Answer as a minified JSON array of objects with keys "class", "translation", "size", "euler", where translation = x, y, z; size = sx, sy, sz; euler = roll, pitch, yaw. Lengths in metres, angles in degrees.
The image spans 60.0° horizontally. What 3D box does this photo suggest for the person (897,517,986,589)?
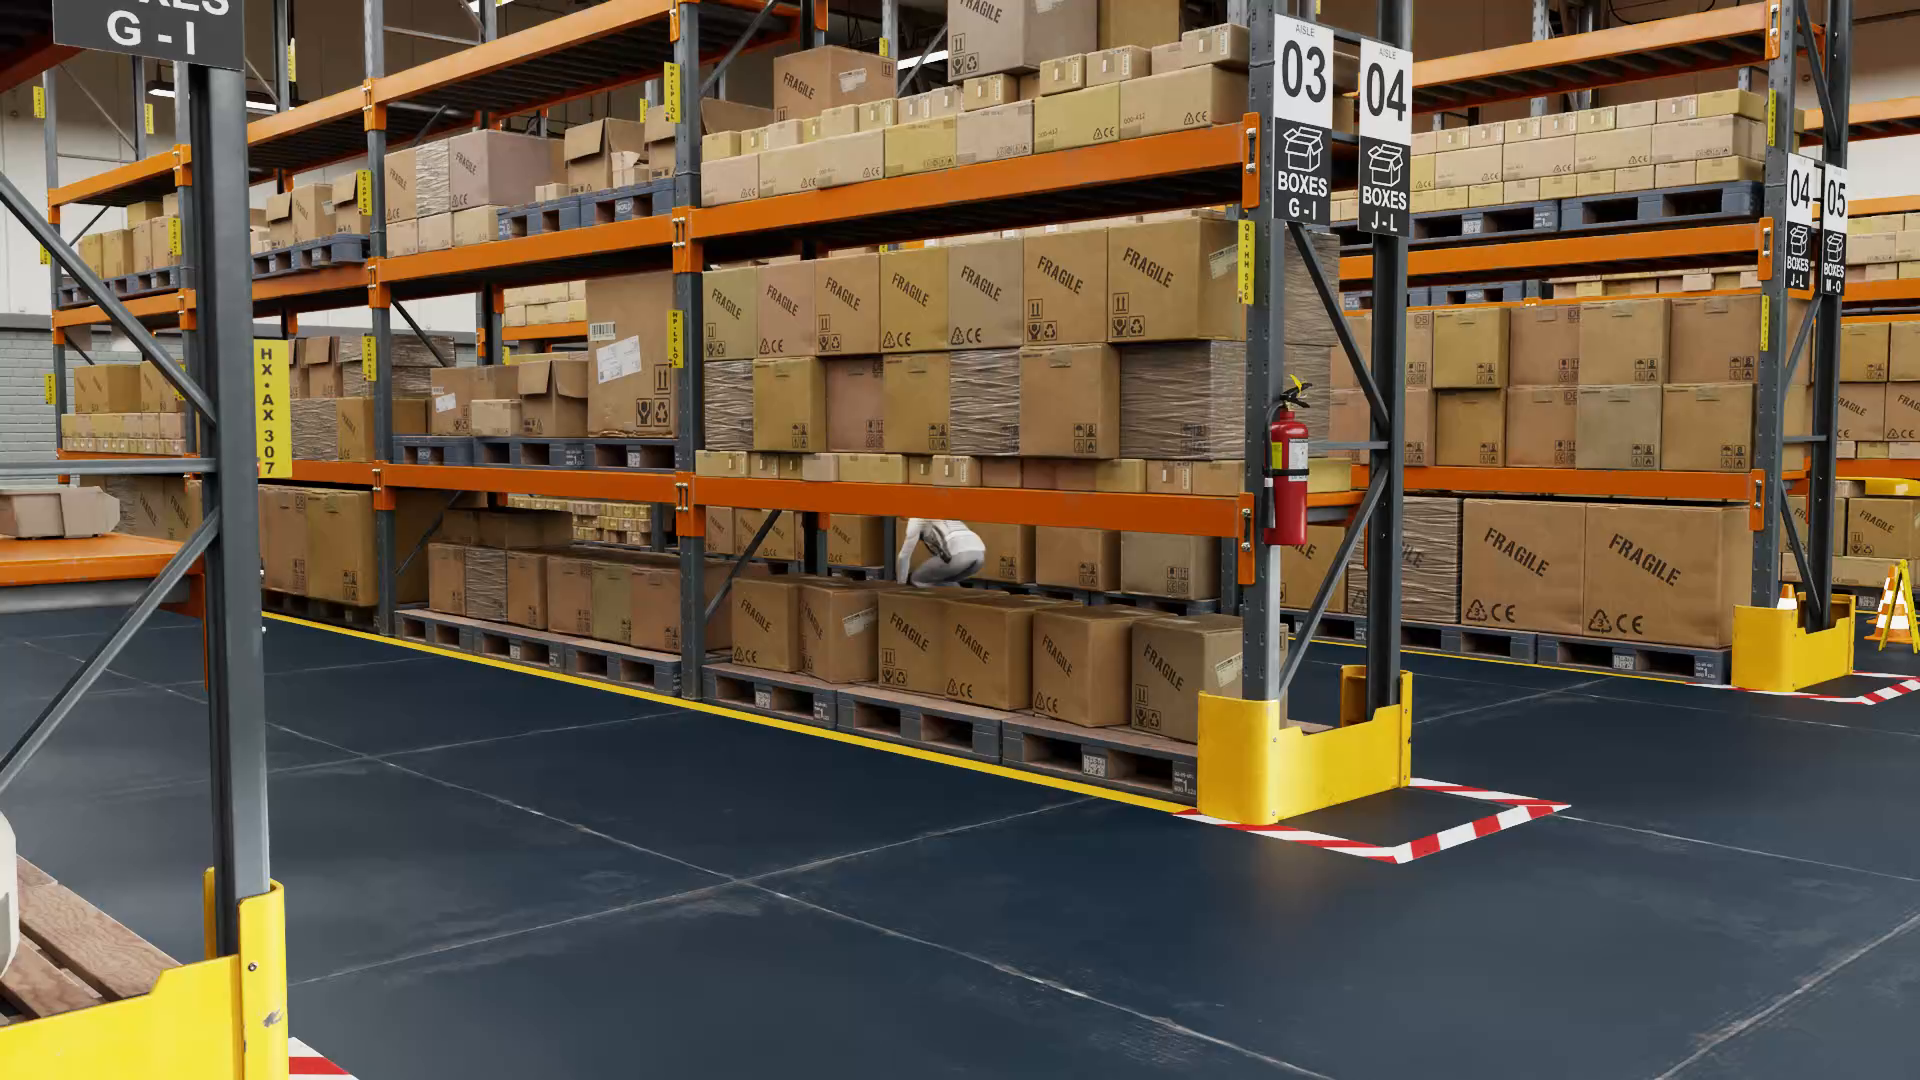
[{"class":"person","translation":[-0.192,0.154,13.080],"size":[0.505,1.075,0.826],"euler":[-4,6,-44]}]
